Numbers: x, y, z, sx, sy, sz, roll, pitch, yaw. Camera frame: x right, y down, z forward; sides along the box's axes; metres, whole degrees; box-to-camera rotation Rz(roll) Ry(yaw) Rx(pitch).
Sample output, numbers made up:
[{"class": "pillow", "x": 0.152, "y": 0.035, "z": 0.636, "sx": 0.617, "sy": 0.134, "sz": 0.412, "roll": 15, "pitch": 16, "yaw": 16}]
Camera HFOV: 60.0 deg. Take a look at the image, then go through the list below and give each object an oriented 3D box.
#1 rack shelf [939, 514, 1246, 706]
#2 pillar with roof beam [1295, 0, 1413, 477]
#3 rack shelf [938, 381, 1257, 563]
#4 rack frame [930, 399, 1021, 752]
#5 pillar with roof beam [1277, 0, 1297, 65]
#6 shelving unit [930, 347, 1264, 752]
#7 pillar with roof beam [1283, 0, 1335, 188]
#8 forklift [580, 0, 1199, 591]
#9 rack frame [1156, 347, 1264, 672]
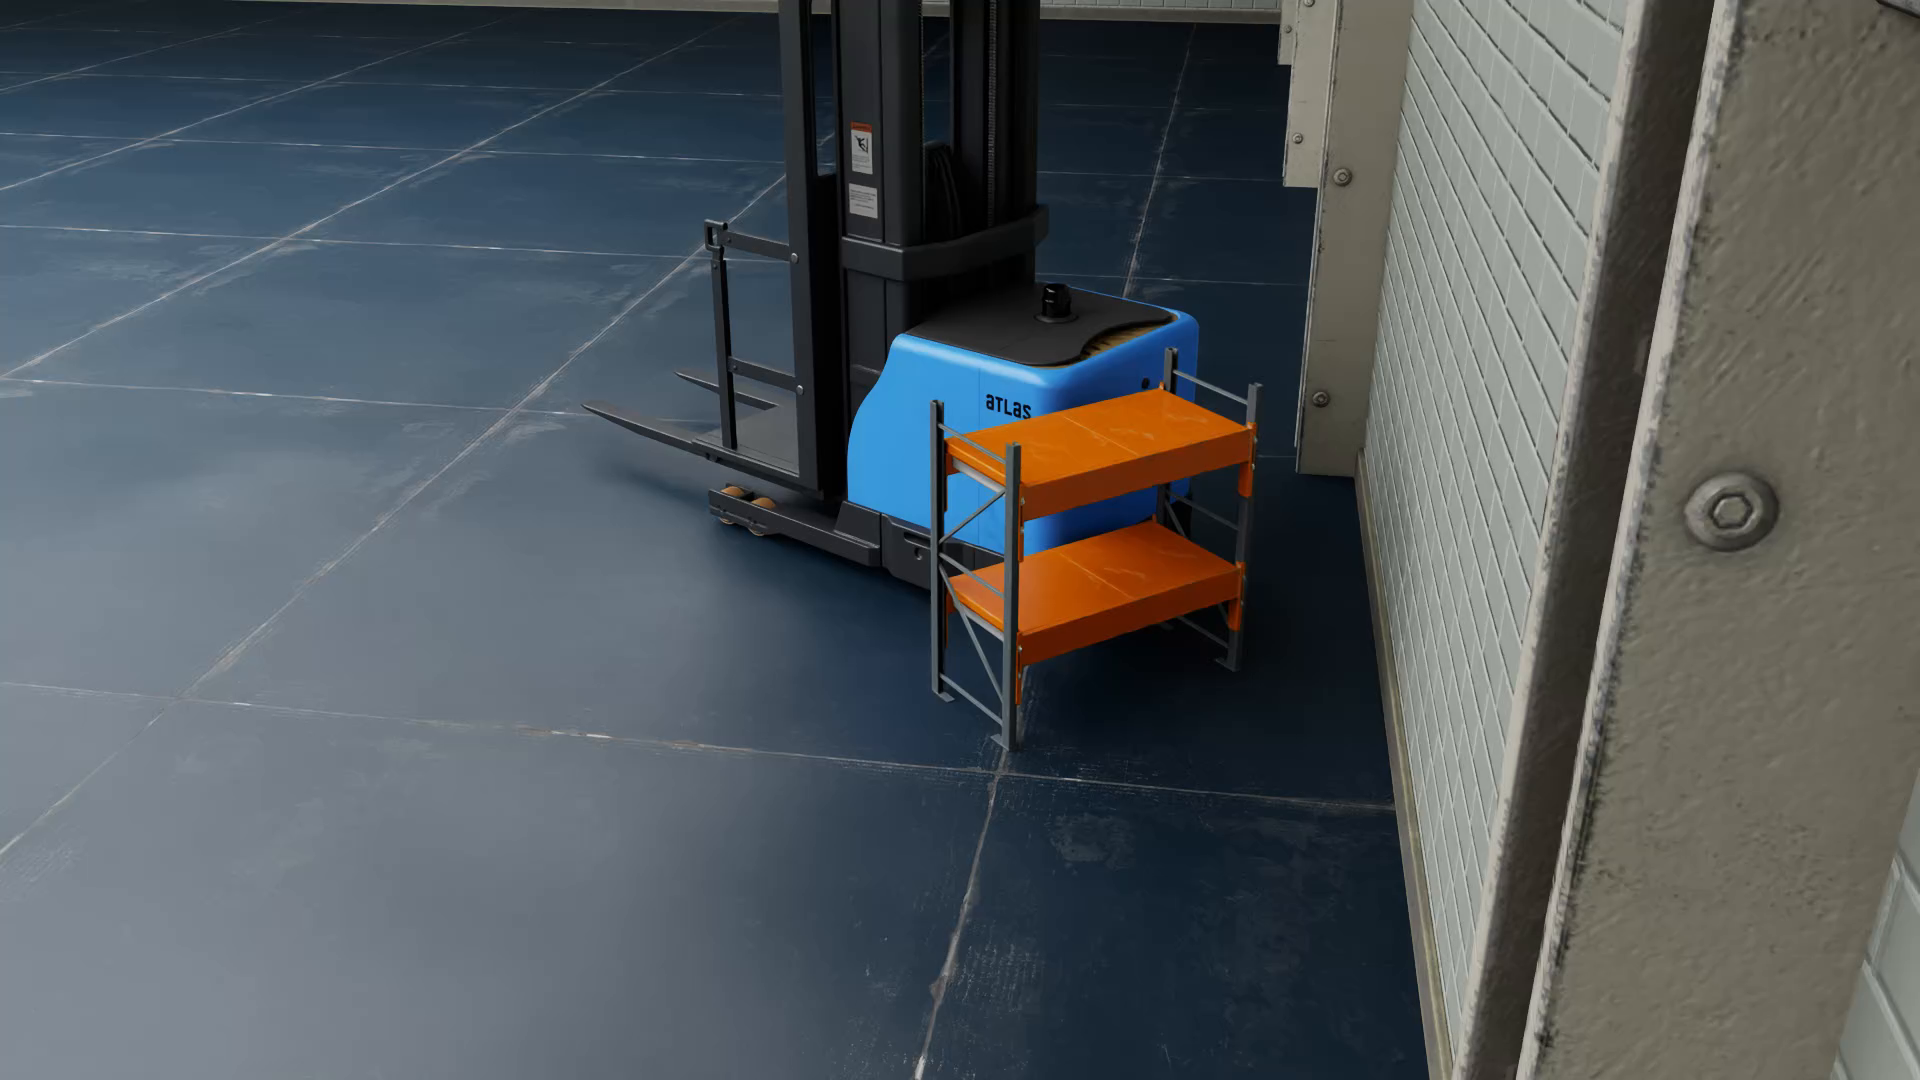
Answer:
[{"class": "rack shelf", "x": 0.473, "y": 0.230, "z": 6.009, "sx": 1.000, "sy": 0.278, "sz": 0.538, "roll": -15, "pitch": 29, "yaw": -29}, {"class": "pillar with roof beam", "x": -2.460, "y": -4.764, "z": 6.814, "sx": 9.100, "sy": 9.000, "sz": 0.400, "roll": 4, "pitch": 25, "yaw": 9}, {"class": "rack shelf", "x": 0.473, "y": -0.257, "z": 5.781, "sx": 1.000, "sy": 0.278, "sz": 0.538, "roll": -15, "pitch": 29, "yaw": -29}, {"class": "rack frame", "x": 0.045, "y": 0.125, "z": 5.656, "sx": 0.032, "sy": 1.125, "sz": 0.500, "roll": -15, "pitch": 29, "yaw": -29}, {"class": "pillar with roof beam", "x": -0.499, "y": -9.783, "z": 17.536, "sx": 9.100, "sy": 9.000, "sz": 0.400, "roll": 4, "pitch": 25, "yaw": 9}, {"class": "shelving unit", "x": 0.473, "y": 0.008, "z": 5.905, "sx": 1.048, "sy": 1.125, "sz": 0.538, "roll": -15, "pitch": 29, "yaw": -29}, {"class": "pillar with roof beam", "x": -1.479, "y": -7.274, "z": 12.175, "sx": 9.100, "sy": 9.000, "sz": 0.400, "roll": 4, "pitch": 25, "yaw": 9}, {"class": "forklift", "x": -0.486, "y": -1.497, "z": 6.992, "sx": 3.031, "sy": 2.935, "sz": 1.130, "roll": 19, "pitch": 31, "yaw": 35}, {"class": "rack frame", "x": 0.900, "y": -0.109, "z": 6.155, "sx": 0.032, "sy": 1.125, "sz": 0.500, "roll": -15, "pitch": 29, "yaw": -29}]
